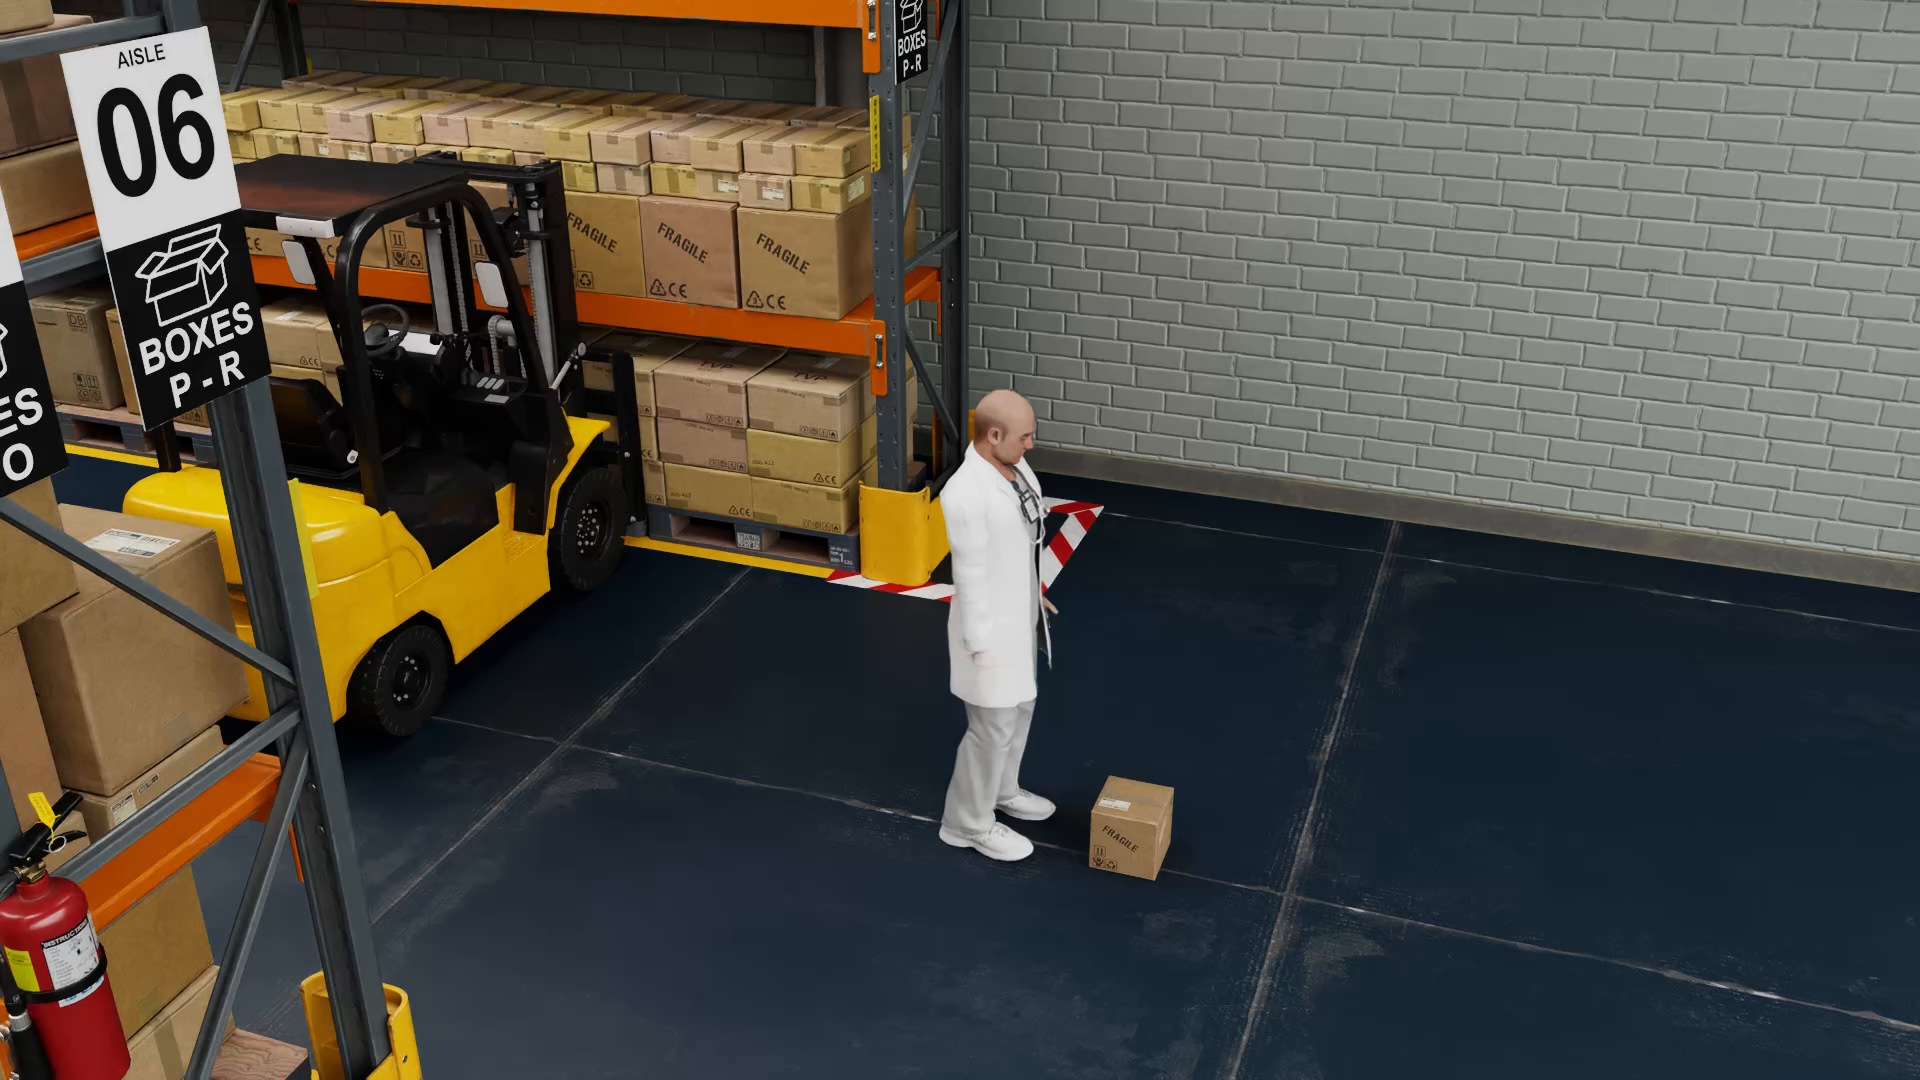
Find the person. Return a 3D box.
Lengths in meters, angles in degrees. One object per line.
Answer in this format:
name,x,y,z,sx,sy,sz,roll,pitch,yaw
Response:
person,0.152,0.305,6.021,0.377,1.752,0.562,9,27,19
